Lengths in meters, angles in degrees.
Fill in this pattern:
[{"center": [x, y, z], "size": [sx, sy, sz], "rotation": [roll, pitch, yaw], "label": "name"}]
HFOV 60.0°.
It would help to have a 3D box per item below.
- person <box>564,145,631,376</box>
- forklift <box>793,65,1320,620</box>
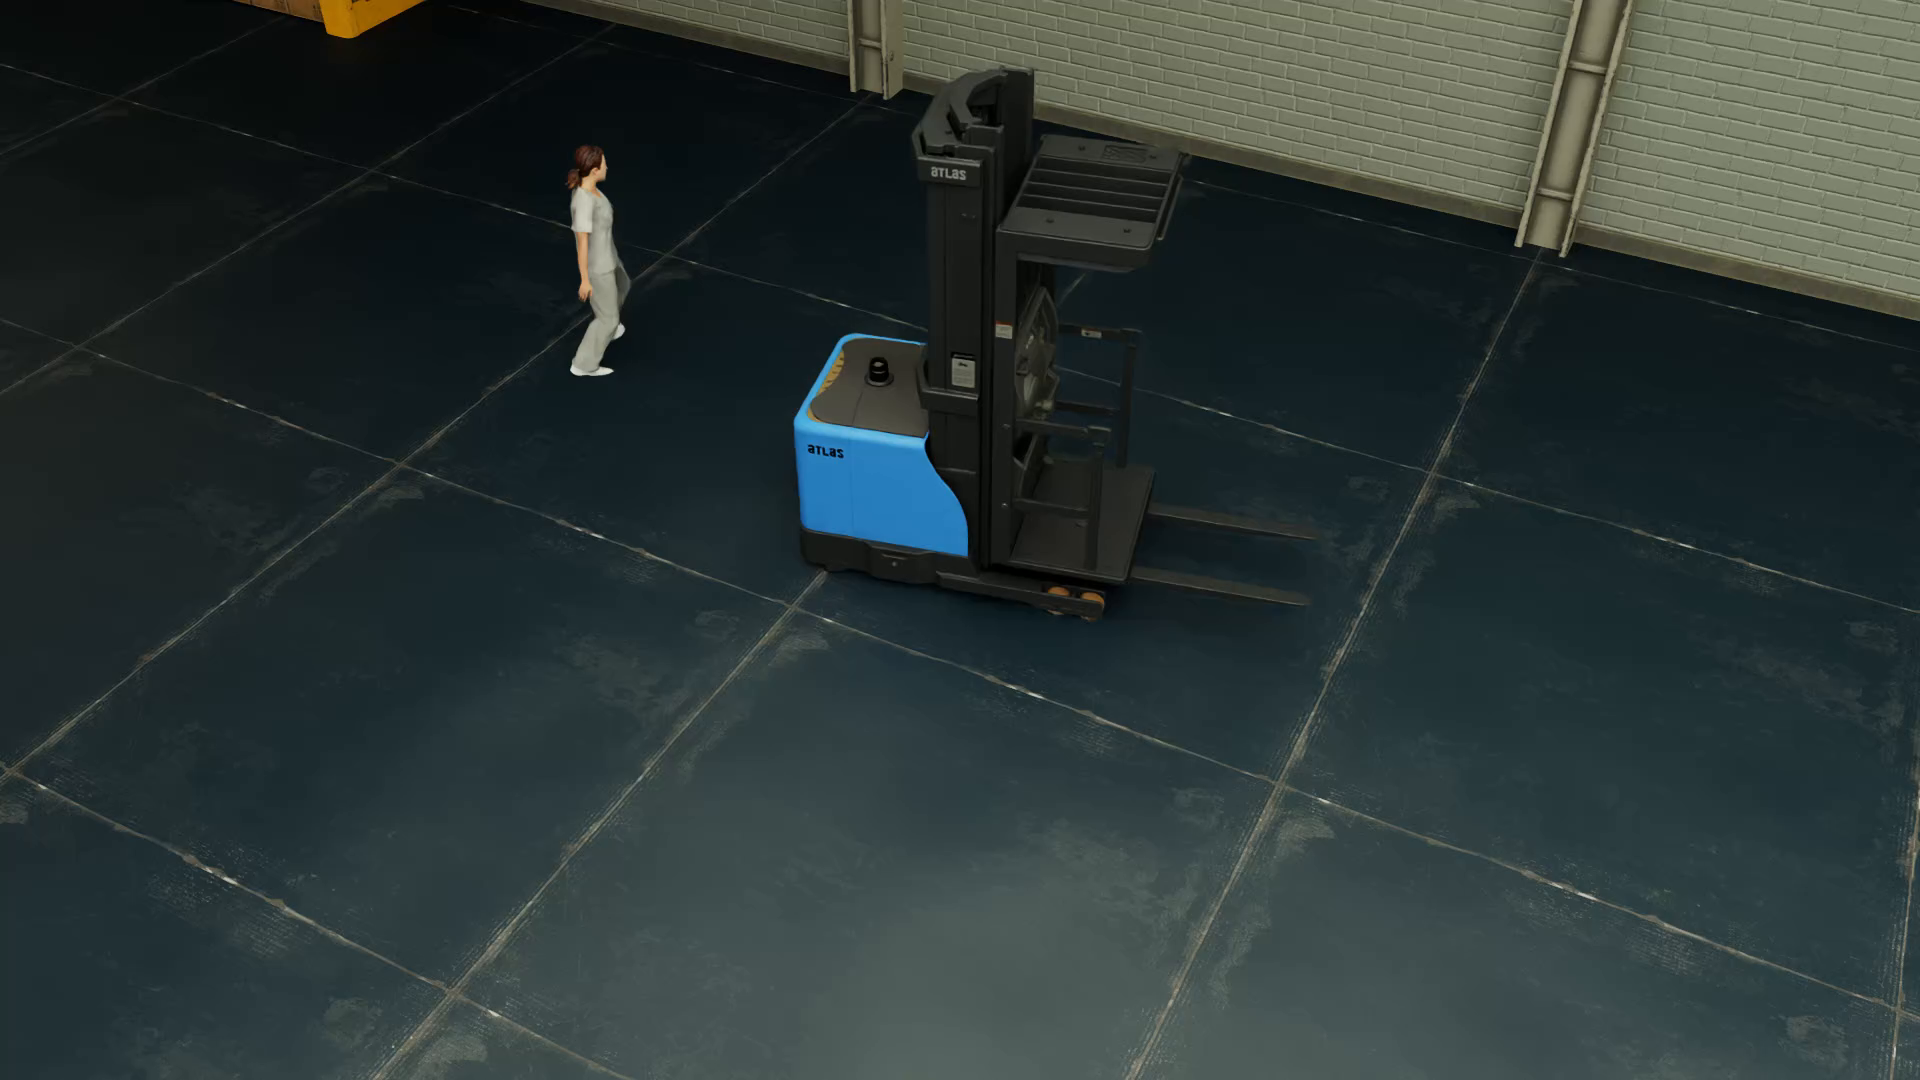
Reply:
[{"center": [-2.508, -1.868, 11.266], "size": [0.463, 1.651, 0.801], "rotation": [-4, 40, -5], "label": "person"}, {"center": [0.610, -1.033, 9.212], "size": [3.031, 2.935, 1.130], "rotation": [9, 41, 11], "label": "forklift"}]
